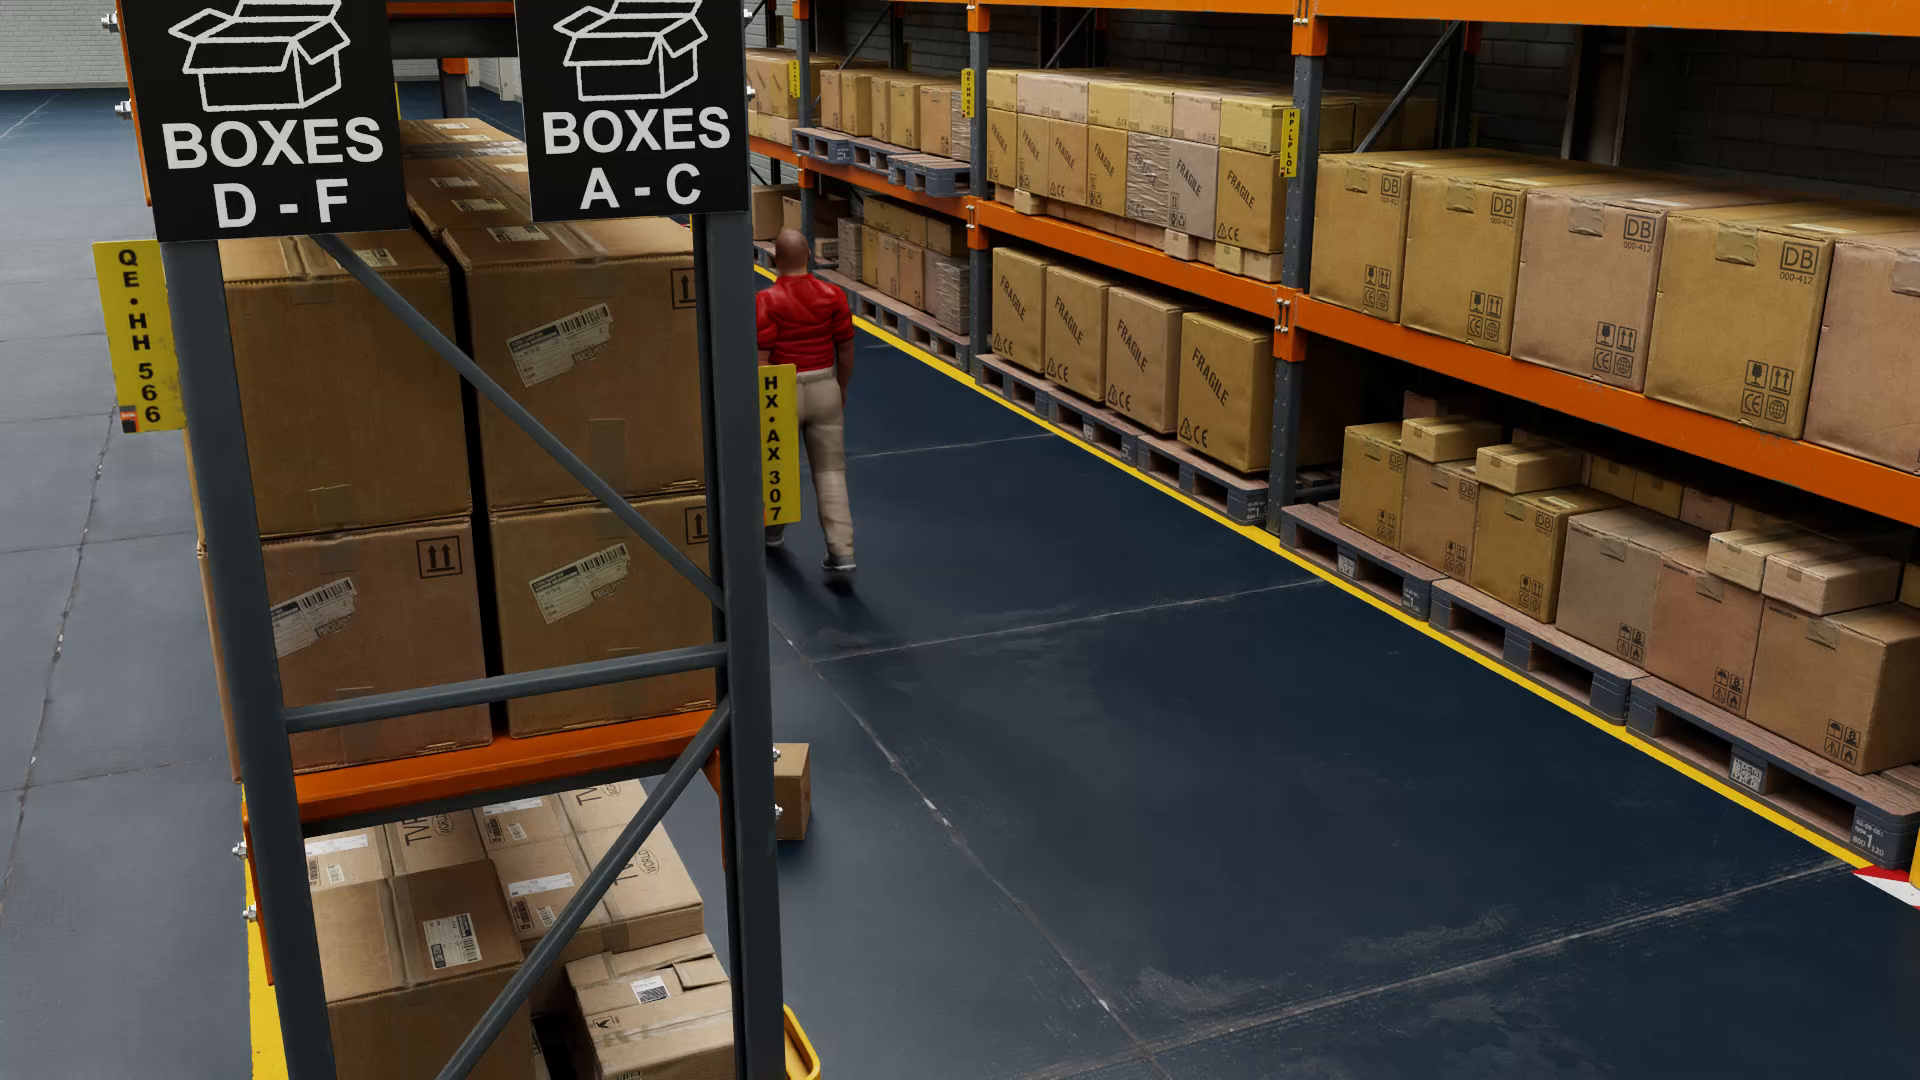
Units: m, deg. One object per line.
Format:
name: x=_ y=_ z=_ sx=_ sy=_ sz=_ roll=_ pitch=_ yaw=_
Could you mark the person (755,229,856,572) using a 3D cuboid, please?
person: x=-0.795 y=-0.698 z=8.167 sx=0.569 sy=1.671 sz=1.056 roll=-6 pitch=20 yaw=-16
